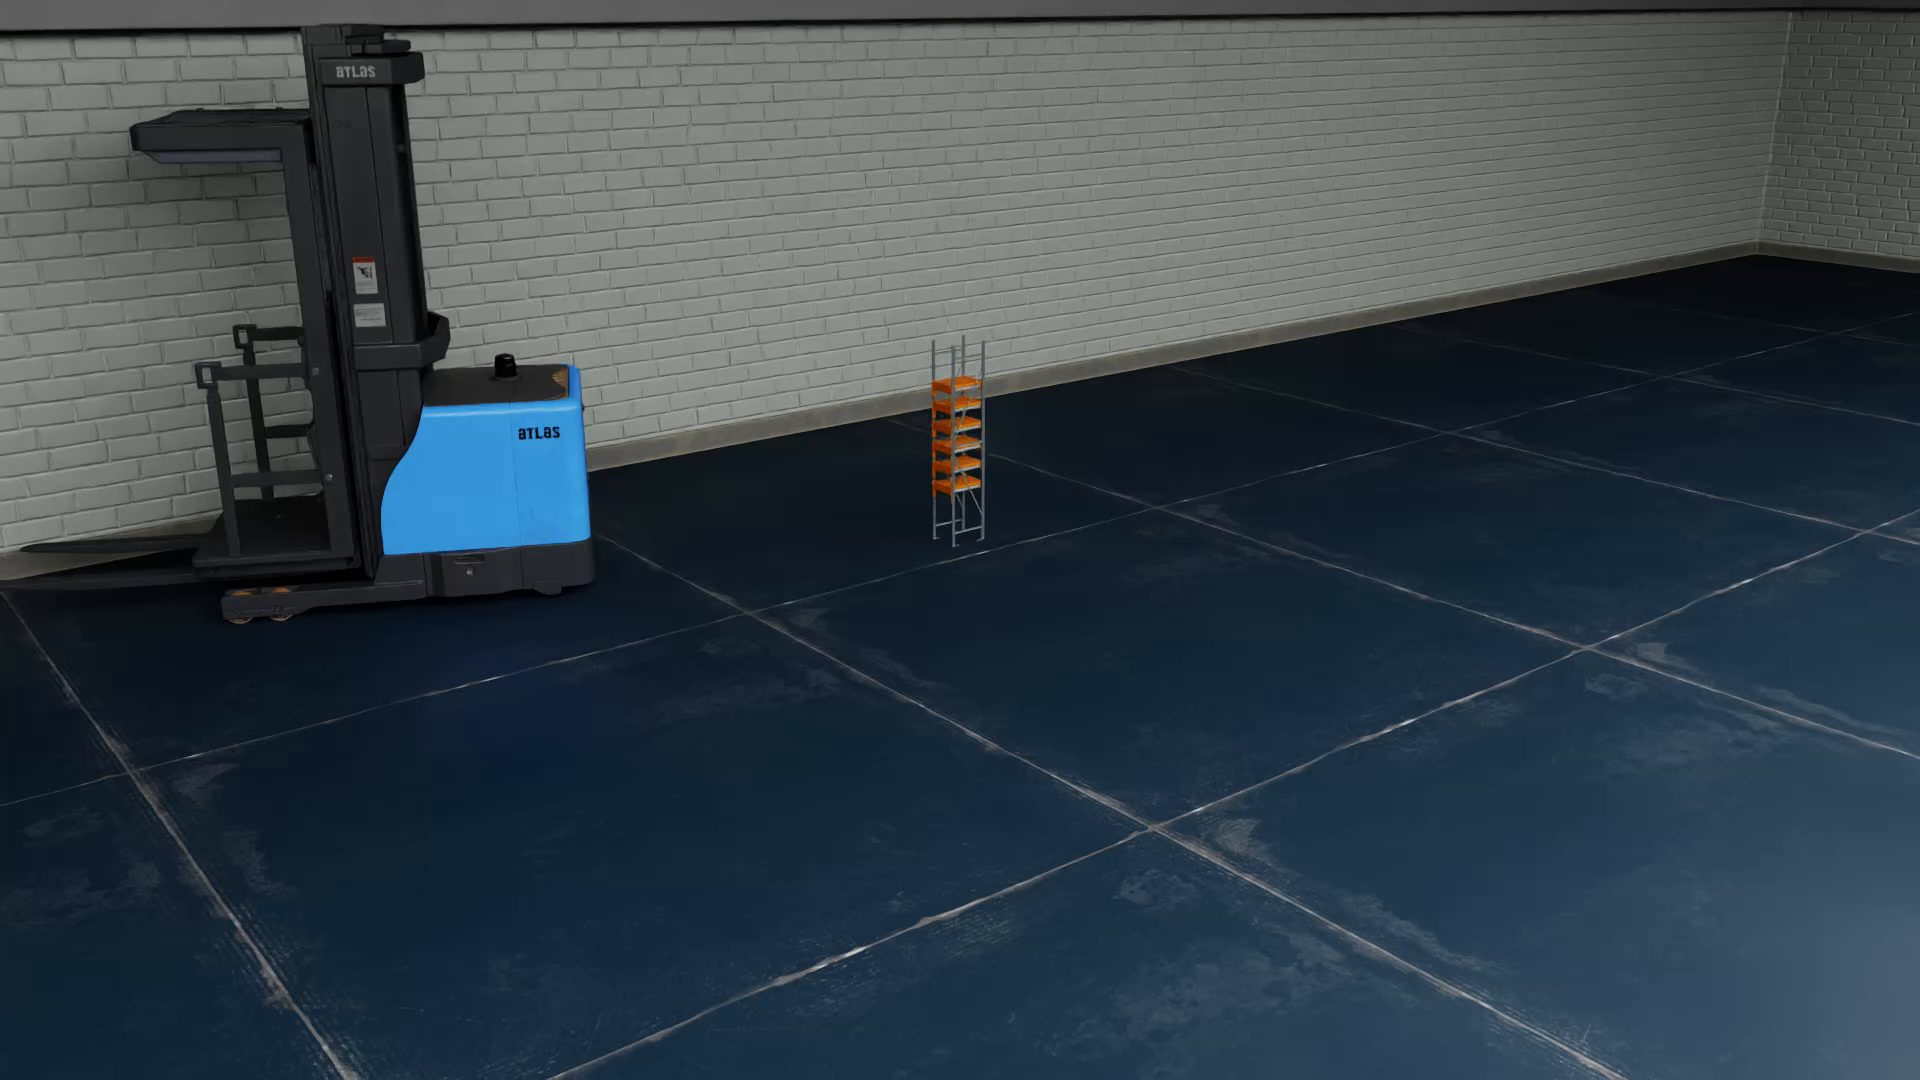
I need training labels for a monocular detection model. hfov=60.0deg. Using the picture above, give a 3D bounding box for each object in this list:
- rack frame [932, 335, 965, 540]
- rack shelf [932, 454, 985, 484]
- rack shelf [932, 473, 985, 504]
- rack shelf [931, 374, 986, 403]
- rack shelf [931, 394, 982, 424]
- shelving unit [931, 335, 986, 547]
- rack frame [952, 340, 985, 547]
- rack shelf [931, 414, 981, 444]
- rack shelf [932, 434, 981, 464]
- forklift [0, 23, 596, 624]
[{"bbox_3d":[-0.066,-0.596,9.753,0.240,1.200,0.006,-14,23,-36],"label":"rack frame"},{"bbox_3d":[-0.009,-0.417,9.736,0.258,0.103,0.180,-14,23,-36],"label":"rack shelf"},{"bbox_3d":[-0.009,-0.303,9.774,0.258,0.103,0.180,-14,23,-36],"label":"rack shelf"},{"bbox_3d":[-0.009,-0.873,9.585,0.258,0.103,0.180,-14,23,-36],"label":"rack shelf"},{"bbox_3d":[-0.009,-0.759,9.623,0.258,0.103,0.180,-14,23,-36],"label":"rack shelf"},{"bbox_3d":[-0.009,-0.573,9.685,0.258,1.200,0.189,-14,23,-36],"label":"shelving unit"},{"bbox_3d":[0.048,-0.551,9.617,0.240,1.200,0.006,-14,23,-36],"label":"rack frame"},{"bbox_3d":[-0.009,-0.645,9.661,0.258,0.103,0.180,-14,23,-36],"label":"rack shelf"},{"bbox_3d":[-0.009,-0.531,9.699,0.258,0.103,0.180,-14,23,-36],"label":"rack shelf"},{"bbox_3d":[-3.543,-1.143,8.650,3.031,2.935,1.130,-4,19,-12],"label":"forklift"}]
